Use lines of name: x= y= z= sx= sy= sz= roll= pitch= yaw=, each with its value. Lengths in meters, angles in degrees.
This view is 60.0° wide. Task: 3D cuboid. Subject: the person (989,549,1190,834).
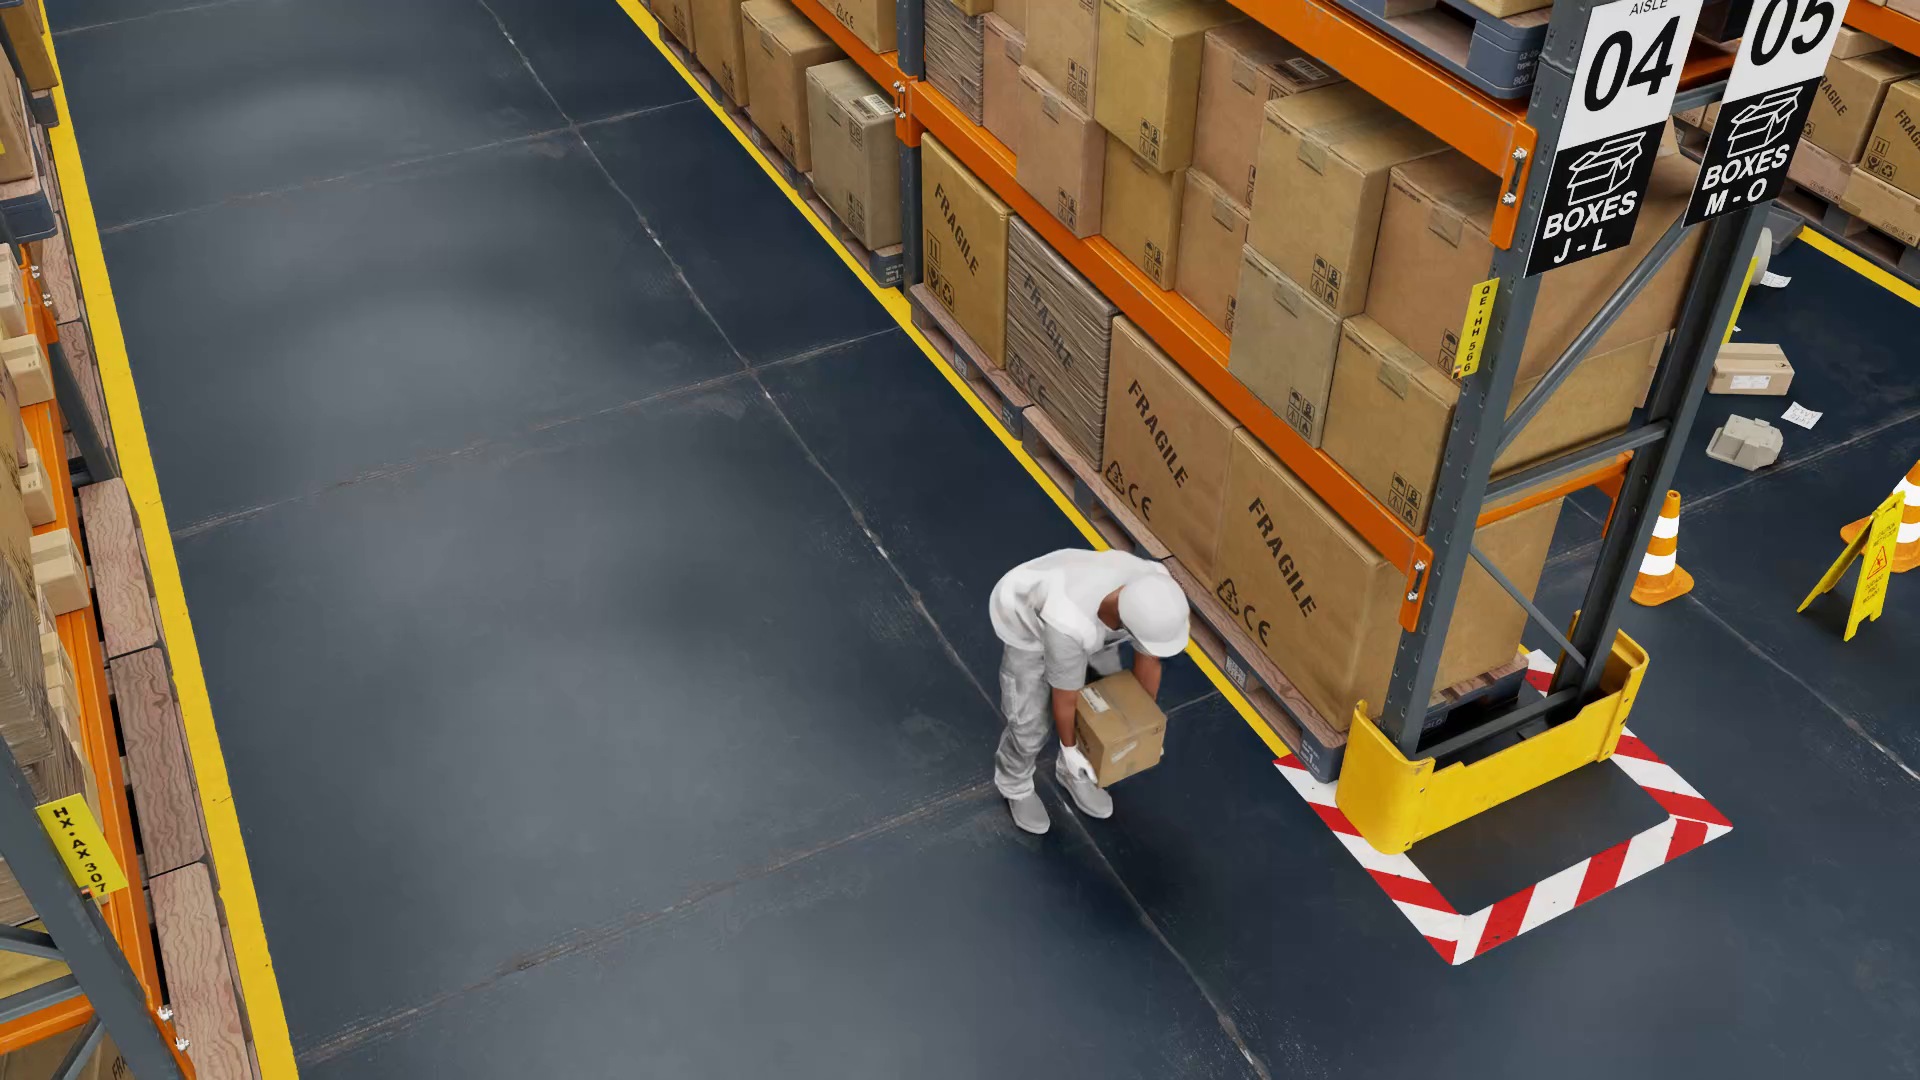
person: x=0.448 y=0.510 z=5.780 sx=0.494 sy=1.484 sz=0.854 roll=-20 pitch=45 yaw=-22
